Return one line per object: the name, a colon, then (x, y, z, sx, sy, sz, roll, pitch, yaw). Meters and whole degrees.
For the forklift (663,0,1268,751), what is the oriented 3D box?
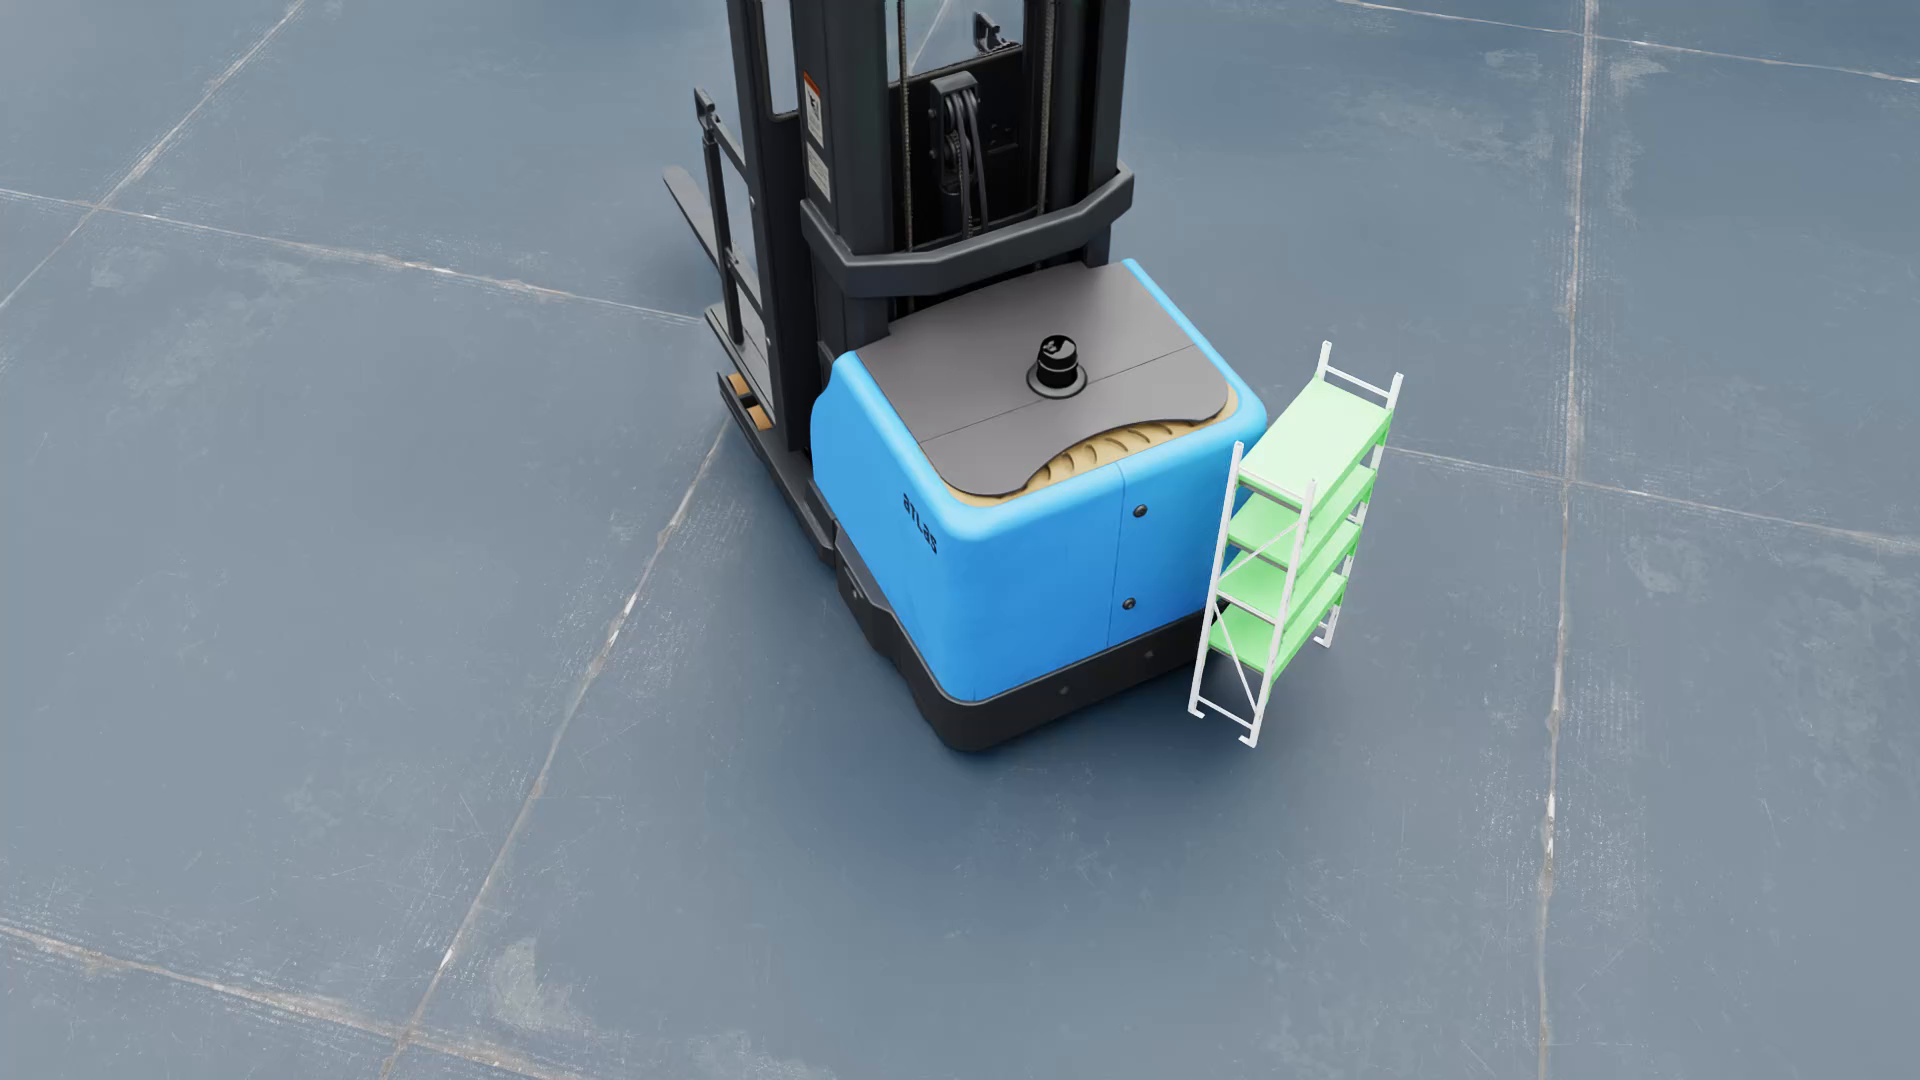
forklift: (-0.232, -1.439, 5.065, 1.130, 2.935, 3.031, -21, 52, -17)

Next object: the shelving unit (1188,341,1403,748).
shelving unit: (0.967, 0.046, 4.909, 0.258, 1.200, 0.503, 29, 55, 23)

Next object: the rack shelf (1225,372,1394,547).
rack shelf: (0.967, -0.229, 4.597, 0.258, 0.148, 0.480, 29, 55, 23)

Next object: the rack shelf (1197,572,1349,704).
rack shelf: (0.967, 0.247, 5.137, 0.258, 0.148, 0.480, 29, 55, 23)

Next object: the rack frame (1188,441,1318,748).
rack frame: (0.823, 0.194, 4.779, 0.240, 1.200, 0.015, 29, 55, 23)

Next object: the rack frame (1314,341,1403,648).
rack frame: (1.112, -0.101, 5.039, 0.240, 1.200, 0.015, 29, 55, 23)

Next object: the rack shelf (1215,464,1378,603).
rack shelf: (0.967, -0.070, 4.777, 0.258, 0.148, 0.480, 29, 55, 23)

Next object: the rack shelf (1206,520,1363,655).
rack shelf: (0.967, 0.088, 4.957, 0.258, 0.148, 0.480, 29, 55, 23)
